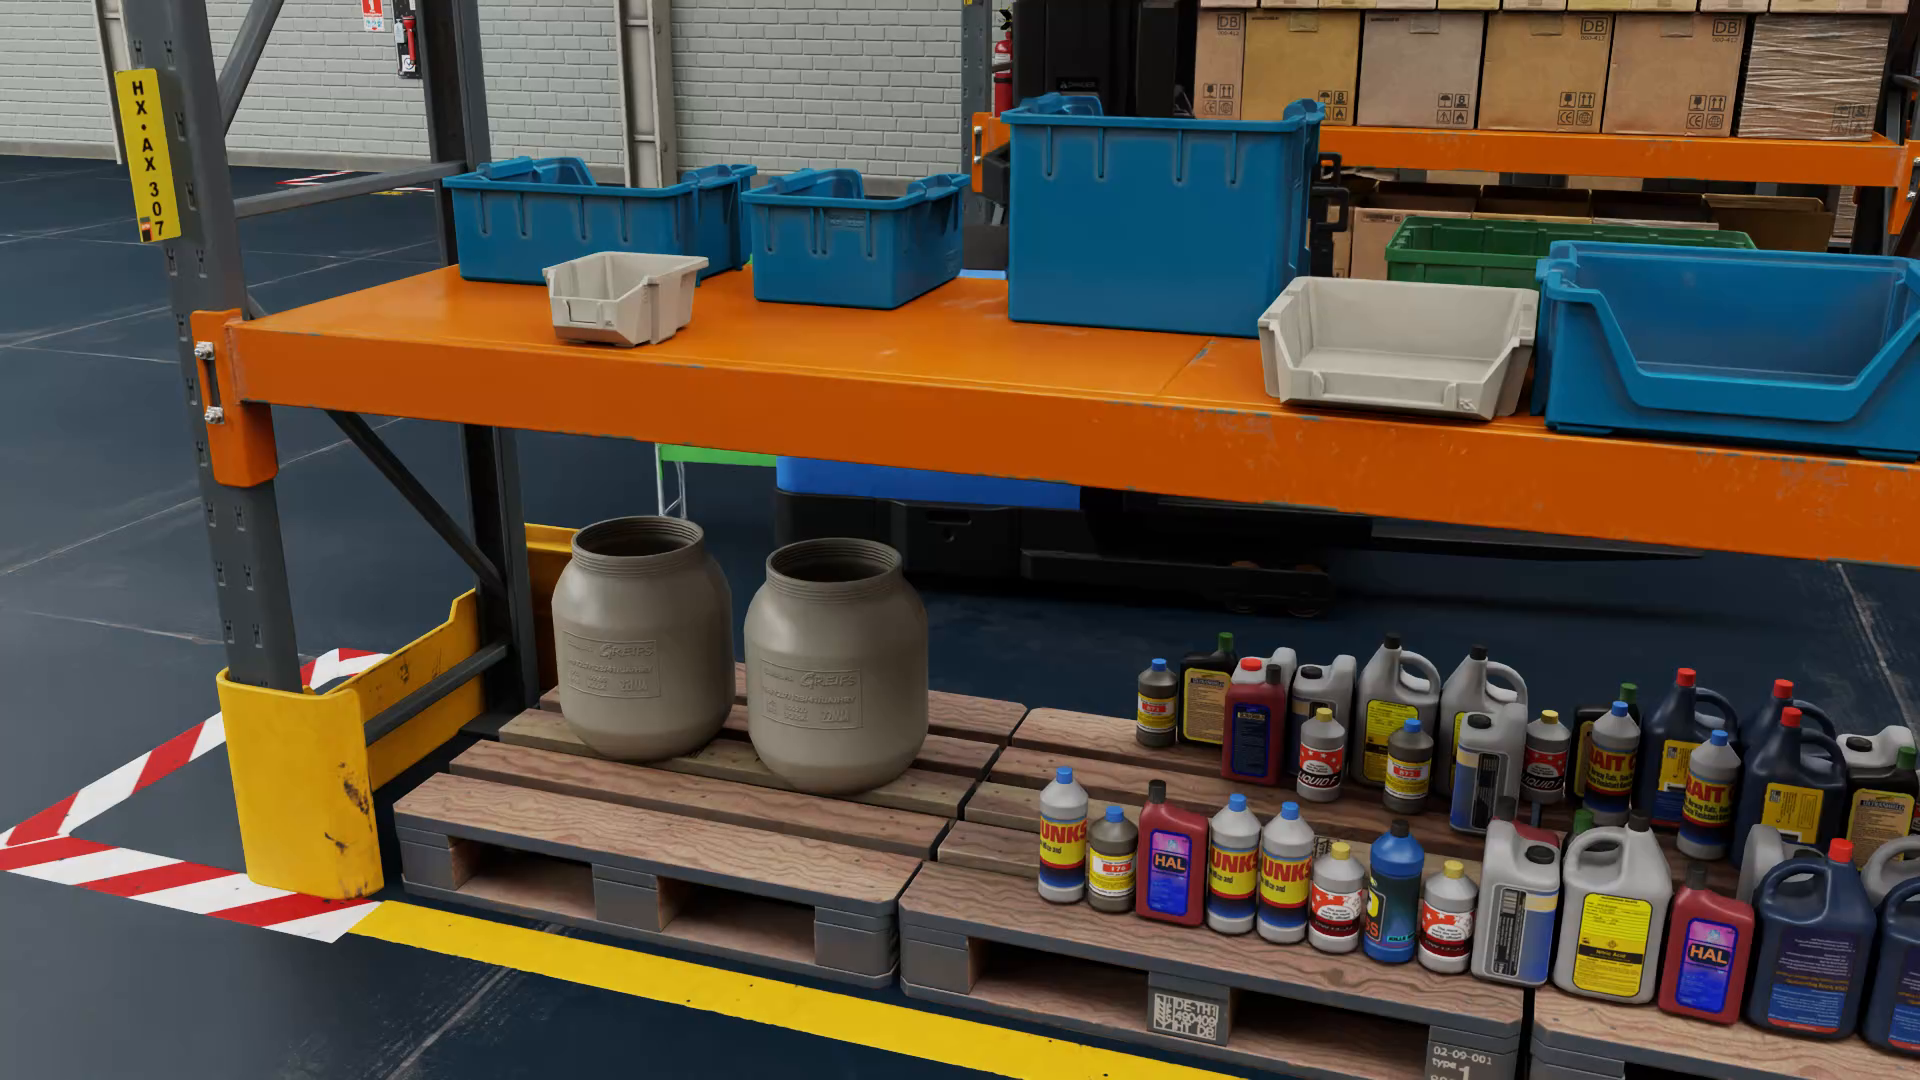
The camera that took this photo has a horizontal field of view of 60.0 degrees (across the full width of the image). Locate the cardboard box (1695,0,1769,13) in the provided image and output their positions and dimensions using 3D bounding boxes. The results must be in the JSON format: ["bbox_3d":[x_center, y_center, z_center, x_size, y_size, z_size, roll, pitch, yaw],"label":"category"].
[{"bbox_3d":[3.196,-2.270,6.894,0.250,0.149,0.380,6,20,16],"label":"cardboard box"}]

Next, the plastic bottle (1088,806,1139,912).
[{"bbox_3d":[0.305,0.626,3.306,0.097,0.201,0.097,0,19,0],"label":"plastic bottle"}]

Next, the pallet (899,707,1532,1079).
[{"bbox_3d":[0.598,0.741,3.631,1.213,0.211,1.003,7,20,18],"label":"pallet"}]

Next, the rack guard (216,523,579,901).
[{"bbox_3d":[-1.316,0.383,4.219,0.348,0.500,1.175,7,20,18],"label":"rack guard"}]

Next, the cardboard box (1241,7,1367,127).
[{"bbox_3d":[1.627,-2.213,7.717,0.500,0.500,0.700,7,20,18],"label":"cardboard box"}]

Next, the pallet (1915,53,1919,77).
[{"bbox_3d":[6.300,-3.221,11.052,1.213,0.211,1.003,7,20,18],"label":"pallet"}]

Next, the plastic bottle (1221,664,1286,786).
[{"bbox_3d":[0.670,0.414,3.788,0.133,0.283,0.061,7,20,18],"label":"plastic bottle"}]

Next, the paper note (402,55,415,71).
[{"bbox_3d":[-5.341,-4.617,16.102,0.142,0.148,0.016,7,20,18],"label":"paper note"}]

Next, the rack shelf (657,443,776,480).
[{"bbox_3d":[-0.829,-0.311,6.070,0.480,0.148,0.258,4,20,10],"label":"rack shelf"}]

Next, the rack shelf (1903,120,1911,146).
[{"bbox_3d":[5.893,-1.343,6.466,4.000,0.370,1.077,7,20,18],"label":"rack shelf"}]

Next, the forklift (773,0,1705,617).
[{"bbox_3d":[0.931,-1.325,5.425,3.031,2.935,1.130,4,20,10],"label":"forklift"}]

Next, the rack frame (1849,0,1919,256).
[{"bbox_3d":[4.004,-1.899,6.967,0.127,3.000,1.000,7,20,18],"label":"rack frame"}]

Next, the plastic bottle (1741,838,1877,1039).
[{"bbox_3d":[1.491,0.683,2.915,0.185,0.351,0.144,5,20,15],"label":"plastic bottle"}]

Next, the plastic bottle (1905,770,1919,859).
[{"bbox_3d":[2.026,0.562,3.491,0.097,0.201,0.097,0,19,0],"label":"plastic bottle"}]

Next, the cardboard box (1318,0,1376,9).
[{"bbox_3d":[1.743,-2.437,7.372,0.250,0.149,0.380,6,20,17],"label":"cardboard box"}]

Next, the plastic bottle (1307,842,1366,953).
[{"bbox_3d":[0.719,0.673,3.170,0.097,0.201,0.097,0,19,0],"label":"plastic bottle"}]

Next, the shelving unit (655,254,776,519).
[{"bbox_3d":[-0.829,-0.598,5.970,0.503,1.200,0.258,4,20,10],"label":"shelving unit"}]

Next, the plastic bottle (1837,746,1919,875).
[{"bbox_3d":[1.869,0.552,3.395,0.133,0.283,0.061,7,20,18],"label":"plastic bottle"}]

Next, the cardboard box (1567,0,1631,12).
[{"bbox_3d":[2.716,-2.326,7.054,0.250,0.149,0.380,6,20,18],"label":"cardboard box"}]

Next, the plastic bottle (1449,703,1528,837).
[{"bbox_3d":[1.144,0.485,3.596,0.135,0.276,0.152,7,20,18],"label":"plastic bottle"}]

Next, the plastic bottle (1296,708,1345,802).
[{"bbox_3d":[0.812,0.476,3.737,0.097,0.201,0.097,0,19,0],"label":"plastic bottle"}]

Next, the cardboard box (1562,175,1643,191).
[{"bbox_3d":[4.633,-2.567,12.012,0.500,0.500,0.500,5,20,14],"label":"cardboard box"}]

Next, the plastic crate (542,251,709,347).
[{"bbox_3d":[-0.664,-0.470,3.269,0.250,0.136,0.298,7,20,18],"label":"plastic crate"}]

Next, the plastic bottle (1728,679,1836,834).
[{"bbox_3d":[1.749,0.468,3.534,0.185,0.351,0.144,7,20,20],"label":"plastic bottle"}]

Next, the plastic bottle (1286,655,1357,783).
[{"bbox_3d":[0.835,0.400,3.842,0.135,0.276,0.152,6,20,17],"label":"plastic bottle"}]

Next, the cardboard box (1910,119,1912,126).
[{"bbox_3d":[6.744,-2.700,11.256,0.500,0.250,0.500,6,20,17],"label":"cardboard box"}]

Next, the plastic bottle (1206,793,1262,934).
[{"bbox_3d":[0.531,0.619,3.220,0.097,0.271,0.097,0,19,0],"label":"plastic bottle"}]

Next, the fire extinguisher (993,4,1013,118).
[{"bbox_3d":[0.266,-2.452,8.670,0.183,0.674,0.296,7,20,18],"label":"fire extinguisher"}]

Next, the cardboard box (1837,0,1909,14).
[{"bbox_3d":[3.677,-2.215,6.737,0.250,0.149,0.380,7,20,18],"label":"cardboard box"}]

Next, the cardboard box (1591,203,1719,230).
[{"bbox_3d":[3.026,-1.193,7.341,0.500,0.500,0.500,7,20,18],"label":"cardboard box"}]

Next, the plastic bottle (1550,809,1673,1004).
[{"bbox_3d":[1.186,0.648,3.016,0.185,0.351,0.144,6,20,18],"label":"plastic bottle"}]

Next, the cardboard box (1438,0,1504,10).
[{"bbox_3d":[2.226,-2.381,7.211,0.250,0.149,0.380,7,20,20],"label":"cardboard box"}]

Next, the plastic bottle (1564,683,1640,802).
[{"bbox_3d":[1.428,0.448,3.692,0.133,0.283,0.061,7,21,20],"label":"plastic bottle"}]

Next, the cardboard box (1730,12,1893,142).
[{"bbox_3d":[3.583,-1.992,7.082,0.500,0.500,0.700,6,20,17],"label":"cardboard box"}]

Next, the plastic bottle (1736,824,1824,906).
[{"bbox_3d":[1.516,0.670,3.068,0.135,0.276,0.152,7,20,18],"label":"plastic bottle"}]

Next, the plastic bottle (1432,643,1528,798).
[{"bbox_3d":[1.169,0.401,3.724,0.185,0.351,0.144,6,20,18],"label":"plastic bottle"}]

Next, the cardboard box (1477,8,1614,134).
[{"bbox_3d":[2.610,-2.103,7.399,0.500,0.500,0.700,7,20,19],"label":"cardboard box"}]

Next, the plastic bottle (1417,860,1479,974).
[{"bbox_3d":[0.913,0.696,3.106,0.097,0.201,0.097,0,19,0],"label":"plastic bottle"}]

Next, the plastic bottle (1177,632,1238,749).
[{"bbox_3d":[0.592,0.353,3.966,0.133,0.283,0.061,7,20,19],"label":"plastic bottle"}]

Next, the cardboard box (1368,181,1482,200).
[{"bbox_3d":[2.251,-1.462,8.113,0.500,0.500,0.500,7,20,18],"label":"cardboard box"}]

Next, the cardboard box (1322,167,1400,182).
[{"bbox_3d":[3.010,-2.646,12.525,0.500,0.311,0.500,8,21,23],"label":"cardboard box"}]

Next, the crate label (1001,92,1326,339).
[{"bbox_3d":[0.424,-0.693,3.455,0.616,0.435,0.502,7,20,18],"label":"crate label"}]

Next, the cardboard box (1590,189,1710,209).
[{"bbox_3d":[3.194,-1.352,7.798,0.500,0.500,0.500,7,20,18],"label":"cardboard box"}]

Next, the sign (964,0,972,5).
[{"bbox_3d":[0.038,-2.605,7.558,0.005,0.325,0.100,7,20,18],"label":"sign"}]

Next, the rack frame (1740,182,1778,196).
[{"bbox_3d":[5.626,-3.440,11.387,0.127,3.000,1.000,7,20,18],"label":"rack frame"}]

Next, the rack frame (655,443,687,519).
[{"bbox_3d":[-1.068,-0.613,6.013,0.015,1.200,0.240,4,20,10],"label":"rack frame"}]

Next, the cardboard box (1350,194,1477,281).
[{"bbox_3d":[2.075,-1.295,7.635,0.500,0.500,0.500,7,20,18],"label":"cardboard box"}]

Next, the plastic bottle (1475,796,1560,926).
[{"bbox_3d":[1.068,0.628,3.176,0.133,0.283,0.061,7,20,18],"label":"plastic bottle"}]

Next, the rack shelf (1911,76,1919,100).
[{"bbox_3d":[7.515,-2.884,10.885,4.000,0.370,1.077,7,20,18],"label":"rack shelf"}]

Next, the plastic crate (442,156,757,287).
[{"bbox_3d":[-0.833,-0.760,3.926,0.616,0.251,0.499,7,20,18],"label":"plastic crate"}]

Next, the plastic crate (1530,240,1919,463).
[{"bbox_3d":[1.240,-0.324,2.675,0.616,0.251,0.499,7,20,18],"label":"plastic crate"}]

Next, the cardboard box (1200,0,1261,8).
[{"bbox_3d":[1.249,-2.492,7.532,0.250,0.149,0.380,6,20,17],"label":"cardboard box"}]

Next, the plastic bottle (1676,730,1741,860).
[{"bbox_3d":[1.572,0.527,3.484,0.097,0.271,0.097,0,19,0],"label":"plastic bottle"}]

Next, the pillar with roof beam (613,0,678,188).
[{"bbox_3d":[-4.288,-6.207,10.213,0.400,9.000,9.100,7,20,18],"label":"pillar with roof beam"}]

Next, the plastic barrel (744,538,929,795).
[{"bbox_3d":[-0.283,0.287,3.839,0.421,0.512,0.421,0,19,0],"label":"plastic barrel"}]
